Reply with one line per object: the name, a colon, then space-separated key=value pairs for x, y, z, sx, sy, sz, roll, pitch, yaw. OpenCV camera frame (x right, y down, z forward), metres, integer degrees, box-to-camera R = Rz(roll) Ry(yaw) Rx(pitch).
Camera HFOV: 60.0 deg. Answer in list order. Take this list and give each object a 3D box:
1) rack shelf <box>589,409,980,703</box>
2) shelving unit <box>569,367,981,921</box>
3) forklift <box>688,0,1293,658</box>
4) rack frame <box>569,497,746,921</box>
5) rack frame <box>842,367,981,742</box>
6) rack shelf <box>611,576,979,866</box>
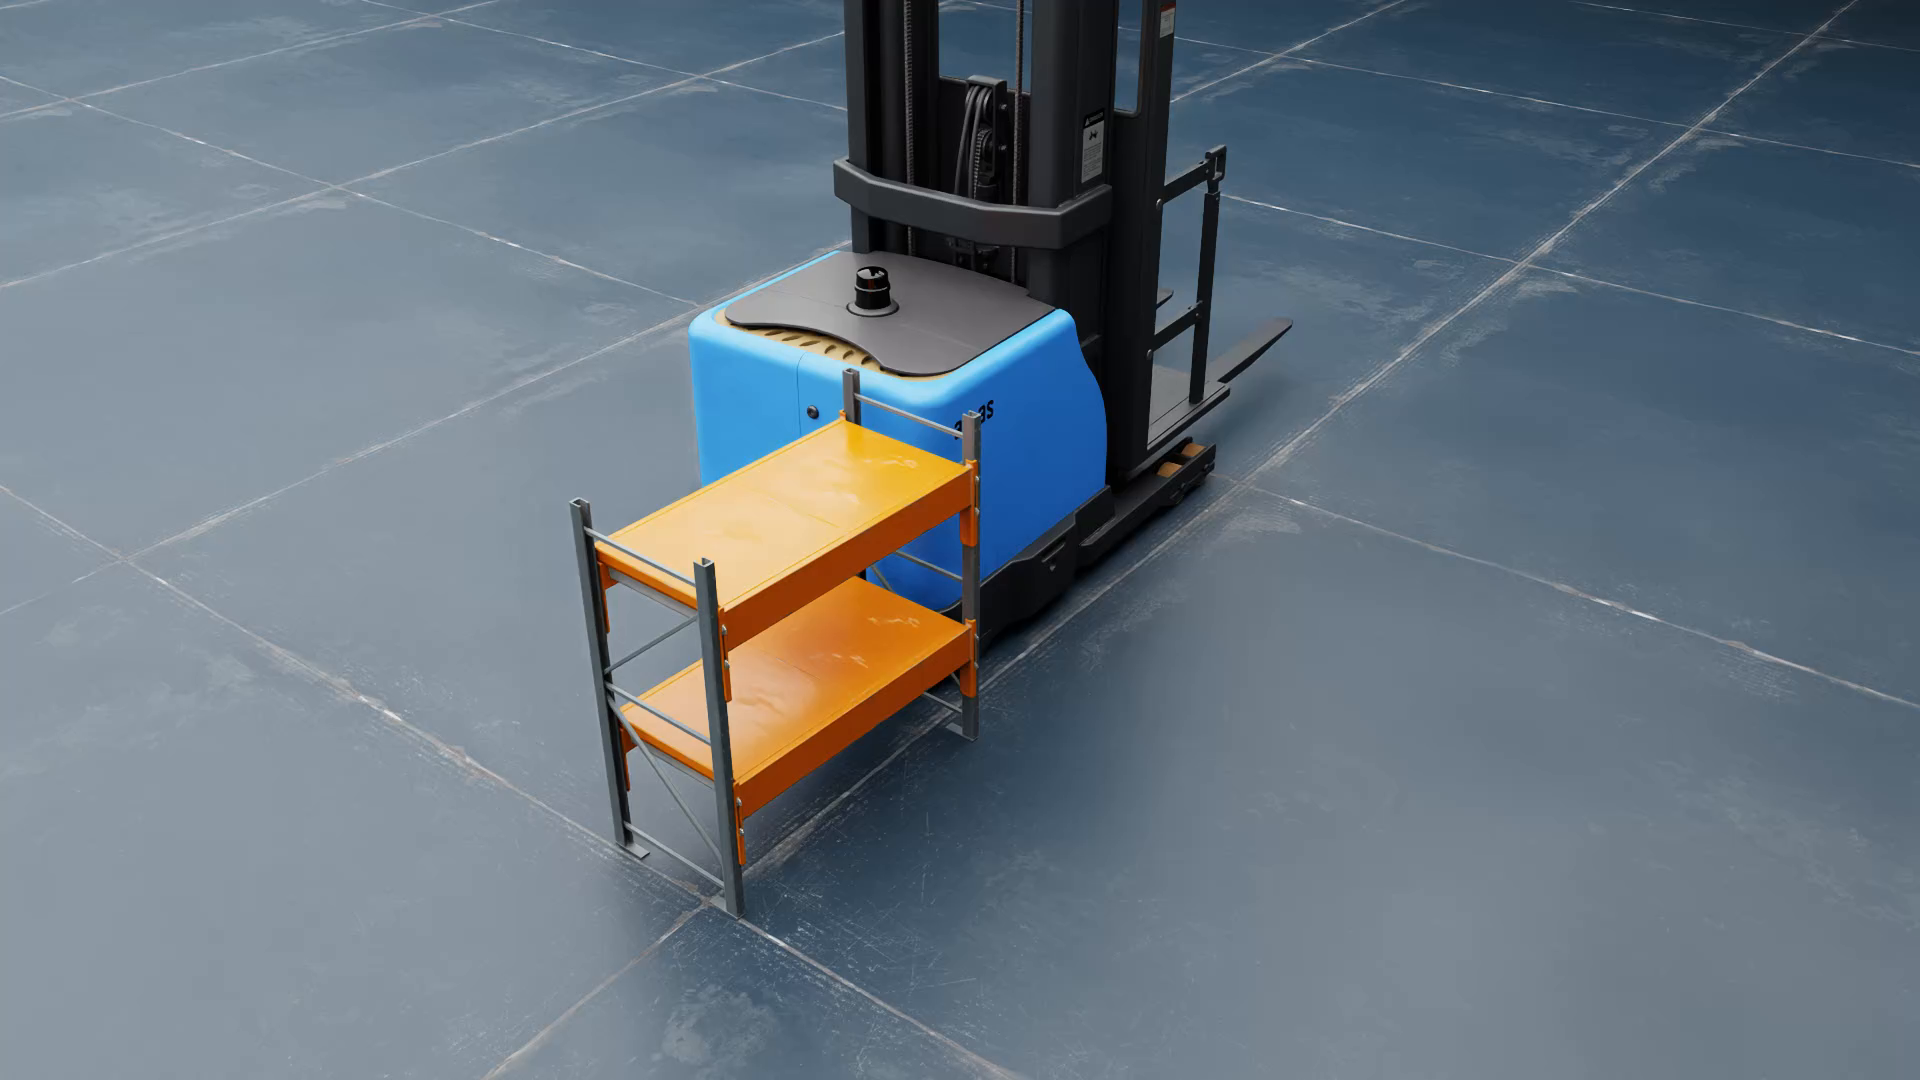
rack shelf: x=-0.465 y=0.009 z=4.558 sx=0.538 sy=0.278 sz=1.000 roll=23 pitch=37 yaw=33
shelving unit: x=-0.465 y=0.261 z=4.707 sx=0.538 sy=1.125 sz=1.048 roll=23 pitch=37 yaw=33
forklift: x=0.360 y=-1.524 z=5.946 sx=1.130 sy=2.935 sz=3.031 roll=20 pitch=36 yaw=29
rack frame: x=-0.787 y=0.461 z=4.368 sx=0.500 sy=1.125 sz=0.032 roll=23 pitch=37 yaw=33
rack frame: x=-0.144 y=0.060 z=5.046 sx=0.500 sy=1.125 sz=0.032 roll=23 pitch=37 yaw=33
rack shelf: x=-0.465 y=0.471 z=4.831 sx=0.538 sy=0.278 sz=1.000 roll=23 pitch=37 yaw=33
